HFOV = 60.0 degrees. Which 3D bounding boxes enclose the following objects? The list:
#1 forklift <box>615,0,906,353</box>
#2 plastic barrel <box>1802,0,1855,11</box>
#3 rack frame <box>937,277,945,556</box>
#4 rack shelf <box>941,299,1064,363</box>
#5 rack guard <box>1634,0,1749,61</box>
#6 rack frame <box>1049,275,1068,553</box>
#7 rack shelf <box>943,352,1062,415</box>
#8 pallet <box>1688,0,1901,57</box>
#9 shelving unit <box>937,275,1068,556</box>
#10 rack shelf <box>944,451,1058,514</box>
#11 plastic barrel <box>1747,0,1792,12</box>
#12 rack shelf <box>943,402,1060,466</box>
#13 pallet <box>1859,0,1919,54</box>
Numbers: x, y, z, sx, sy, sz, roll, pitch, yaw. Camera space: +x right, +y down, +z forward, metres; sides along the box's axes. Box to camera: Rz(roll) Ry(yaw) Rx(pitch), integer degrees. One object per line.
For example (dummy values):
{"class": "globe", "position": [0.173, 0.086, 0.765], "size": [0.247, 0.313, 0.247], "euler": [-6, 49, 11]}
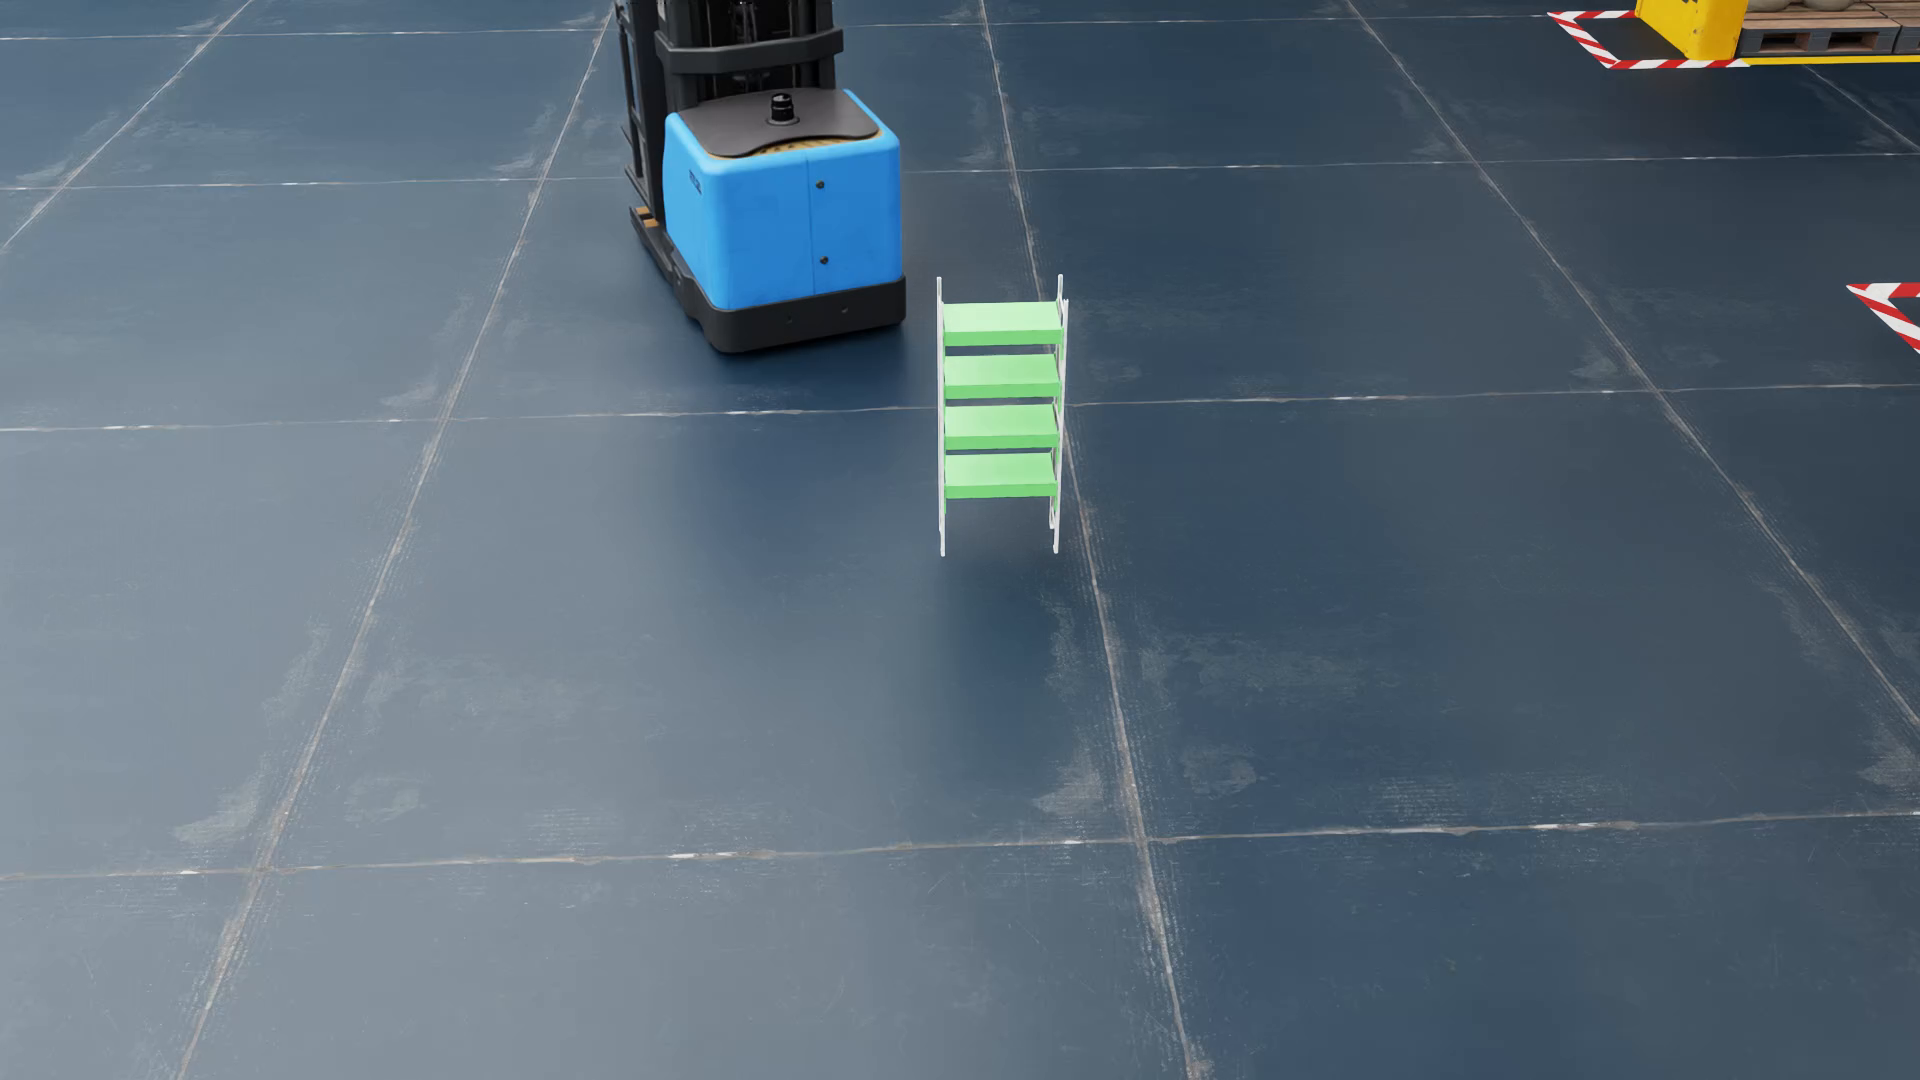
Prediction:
{"class": "forklift", "position": [-1.308, -2.994, 9.001], "size": [1.130, 2.935, 3.031], "euler": [-13, 37, -18]}
{"class": "plastic barrel", "position": [6.688, -4.346, 12.711], "size": [0.421, 0.512, 0.421], "euler": [0, 35, 0]}
{"class": "rack frame", "position": [-0.078, -0.491, 6.905], "size": [0.015, 1.200, 0.240], "euler": [-2, 35, -2]}
{"class": "rack shelf", "position": [0.165, -0.840, 6.678], "size": [0.480, 0.148, 0.258], "euler": [-2, 35, -2]}
{"class": "rack guard", "position": [5.607, -4.123, 12.768], "size": [0.348, 0.500, 1.175], "euler": [-2, 35, -2]}
{"class": "rack frame", "position": [0.409, -0.504, 6.924], "size": [0.015, 1.200, 0.240], "euler": [-2, 35, -2]}
{"class": "rack shelf", "position": [0.165, -0.643, 6.815], "size": [0.480, 0.148, 0.258], "euler": [-2, 35, -2]}
{"class": "pallet", "position": [6.419, -4.023, 12.877], "size": [1.213, 0.211, 1.003], "euler": [-2, 35, -2]}
{"class": "shelving unit", "position": [0.165, -0.498, 6.915], "size": [0.503, 1.200, 0.258], "euler": [-2, 35, -2]}
{"class": "rack shelf", "position": [0.165, -0.248, 7.088], "size": [0.480, 0.148, 0.258], "euler": [-2, 35, -2]}
{"class": "plastic barrel", "position": [6.187, -4.333, 12.692], "size": [0.421, 0.512, 0.421], "euler": [0, 35, 0]}
{"class": "rack shelf", "position": [0.165, -0.445, 6.951], "size": [0.480, 0.148, 0.258], "euler": [-2, 35, -2]}
{"class": "pallet", "position": [7.634, -4.054, 12.922], "size": [1.213, 0.211, 1.003], "euler": [-2, 35, -2]}
